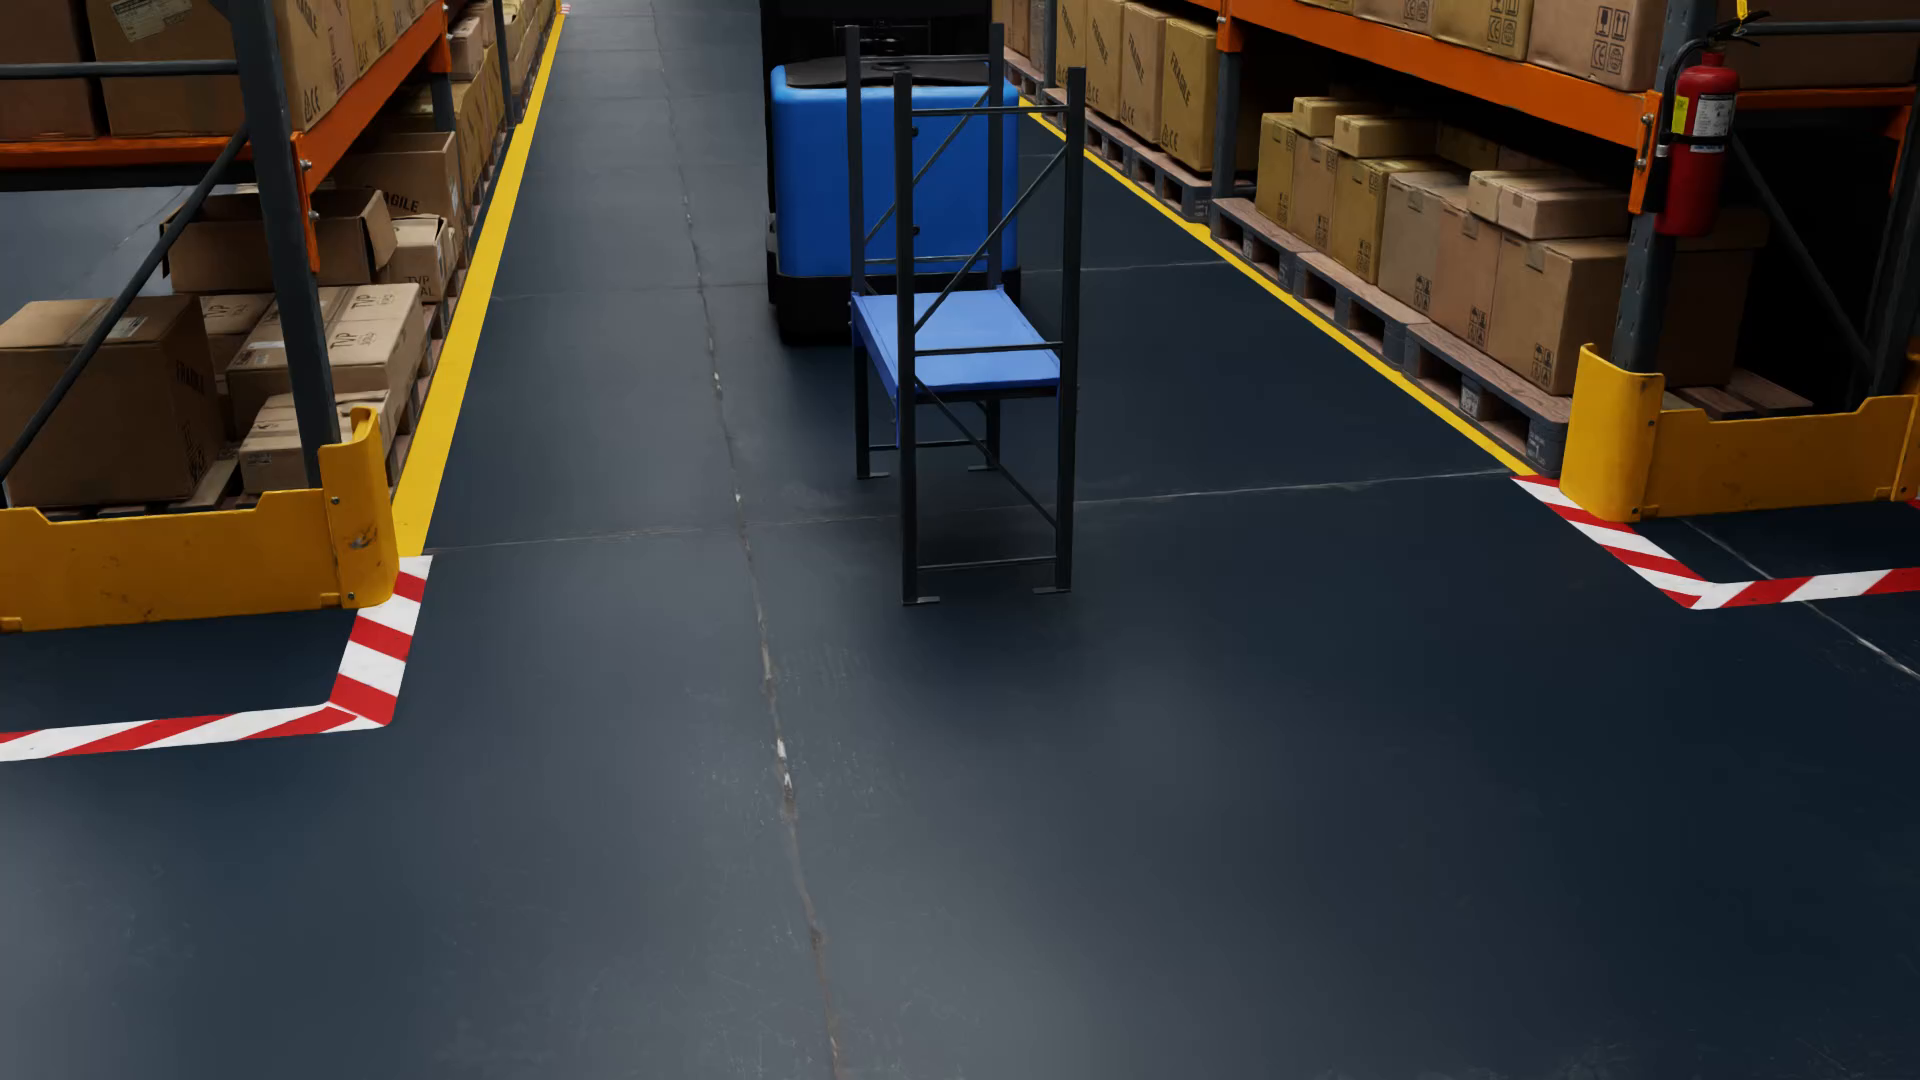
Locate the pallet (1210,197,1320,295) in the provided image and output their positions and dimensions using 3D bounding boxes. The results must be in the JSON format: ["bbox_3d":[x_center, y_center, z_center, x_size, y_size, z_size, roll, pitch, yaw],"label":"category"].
[{"bbox_3d":[1.945,-1.536,8.504,1.003,0.211,1.213,-4,24,-10],"label":"pallet"}]

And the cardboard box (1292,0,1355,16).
[{"bbox_3d":[2.095,-2.754,7.434,0.980,0.700,0.700,-5,24,-11],"label":"cardboard box"}]

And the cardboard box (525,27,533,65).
[{"bbox_3d":[-3.825,-4.088,13.773,0.500,0.250,0.500,-4,24,-9],"label":"cardboard box"}]

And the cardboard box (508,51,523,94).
[{"bbox_3d":[-3.535,-3.484,12.391,0.500,0.250,0.500,-4,24,-10],"label":"cardboard box"}]

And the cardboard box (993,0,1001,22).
[{"bbox_3d":[0.699,-4.834,15.144,0.700,0.500,0.500,-5,24,-11],"label":"cardboard box"}]

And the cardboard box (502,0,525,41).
[{"bbox_3d":[-3.732,-4.148,13.210,0.500,0.311,0.500,-5,24,-11],"label":"cardboard box"}]

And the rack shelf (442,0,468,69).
[{"bbox_3d":[-3.357,-3.208,9.746,1.077,0.370,4.000,-4,24,-10],"label":"rack shelf"}]

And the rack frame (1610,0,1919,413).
[{"bbox_3d":[2.620,-1.546,5.041,1.000,3.000,0.127,-4,24,-10],"label":"rack frame"}]

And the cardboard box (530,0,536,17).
[{"bbox_3d":[-4.007,-4.745,14.576,0.500,0.311,0.500,-4,24,-8],"label":"cardboard box"}]

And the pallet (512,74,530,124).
[{"bbox_3d":[-3.840,-3.373,12.709,1.003,0.211,1.213,-4,24,-10],"label":"pallet"}]

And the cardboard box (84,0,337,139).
[{"bbox_3d":[-2.070,-1.417,4.623,0.500,0.500,0.500,-4,24,-9],"label":"cardboard box"}]

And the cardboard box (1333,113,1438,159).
[{"bbox_3d":[1.899,-1.808,7.430,0.380,0.149,0.250,-5,24,-11],"label":"cardboard box"}]

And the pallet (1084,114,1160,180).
[{"bbox_3d":[1.435,-2.620,10.985,1.003,0.211,1.213,-4,24,-10],"label":"pallet"}]

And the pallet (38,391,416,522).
[{"bbox_3d":[-2.409,-0.243,5.543,1.003,0.211,1.213,-4,24,-10],"label":"pallet"}]

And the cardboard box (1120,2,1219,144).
[{"bbox_3d":[1.466,-2.922,10.353,0.750,0.750,0.750,-4,24,-8],"label":"cardboard box"}]

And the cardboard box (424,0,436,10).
[{"bbox_3d":[-2.642,-2.619,7.374,0.500,0.500,0.500,-4,24,-9],"label":"cardboard box"}]

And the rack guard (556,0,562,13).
[{"bbox_3d":[-5.210,-6.335,19.130,1.175,0.500,0.348,-4,24,-10],"label":"rack guard"}]

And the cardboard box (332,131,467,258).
[{"bbox_3d":[-2.603,-1.604,7.748,0.500,0.500,0.500,-4,24,-10],"label":"cardboard box"}]

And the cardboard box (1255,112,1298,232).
[{"bbox_3d":[1.918,-1.864,8.369,0.700,0.500,0.500,-4,24,-9],"label":"cardboard box"}]

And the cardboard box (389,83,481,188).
[{"bbox_3d":[-2.946,-2.224,9.169,0.500,0.500,0.500,-4,24,-9],"label":"cardboard box"}]

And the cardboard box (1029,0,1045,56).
[{"bbox_3d":[0.976,-4.239,13.782,0.700,0.500,0.500,-4,24,-10],"label":"cardboard box"}]

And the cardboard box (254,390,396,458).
[{"bbox_3d":[-2.033,-0.369,5.338,0.380,0.166,0.250,-4,24,-10],"label":"cardboard box"}]

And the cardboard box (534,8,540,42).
[{"bbox_3d":[-4.105,-4.688,15.148,0.500,0.250,0.500,-5,24,-10],"label":"cardboard box"}]

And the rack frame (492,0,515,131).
[{"bbox_3d":[-3.726,-4.324,11.403,1.000,3.000,0.127,-4,24,-10],"label":"rack frame"}]

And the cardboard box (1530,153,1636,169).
[{"bbox_3d":[2.472,-1.421,6.544,0.380,0.149,0.250,-4,24,-9],"label":"cardboard box"}]

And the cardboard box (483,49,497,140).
[{"bbox_3d":[-3.227,-2.826,10.547,0.500,0.500,0.500,-5,24,-12],"label":"cardboard box"}]

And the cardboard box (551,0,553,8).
[{"bbox_3d":[-4.618,-5.822,17.743,0.500,0.250,0.500,-4,24,-10],"label":"cardboard box"}]

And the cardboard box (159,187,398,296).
[{"bbox_3d":[-2.634,-1.070,6.521,0.797,0.503,0.637,-4,24,-10],"label":"cardboard box"}]

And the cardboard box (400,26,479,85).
[{"bbox_3d":[-3.022,-2.752,9.441,0.500,0.250,0.500,-4,24,-10],"label":"cardboard box"}]

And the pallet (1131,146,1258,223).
[{"bbox_3d":[1.664,-2.139,9.884,1.003,0.211,1.213,-4,24,-10],"label":"pallet"}]

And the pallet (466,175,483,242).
[{"bbox_3d":[-3.174,-1.790,9.085,1.003,0.211,1.213,-4,24,-10],"label":"pallet"}]

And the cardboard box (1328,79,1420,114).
[{"bbox_3d":[2.087,-2.233,8.403,0.380,0.149,0.250,-4,24,-10],"label":"cardboard box"}]

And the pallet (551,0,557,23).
[{"bbox_3d":[-5.023,-5.895,18.485,1.003,0.211,1.213,-4,24,-10],"label":"pallet"}]

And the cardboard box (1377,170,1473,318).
[{"bbox_3d":[2.207,-1.255,6.974,0.700,0.500,0.500,-5,24,-11],"label":"cardboard box"}]

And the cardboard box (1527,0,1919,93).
[{"bbox_3d":[2.516,-1.883,5.439,0.980,0.700,0.700,-3,24,-7],"label":"cardboard box"}]

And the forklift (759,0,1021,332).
[{"bbox_3d":[-0.425,-2.786,7.968,1.130,2.935,3.031,-3,24,-6],"label":"forklift"}]

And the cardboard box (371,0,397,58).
[{"bbox_3d":[-2.351,-2.014,5.990,0.500,0.500,0.500,-4,24,-9],"label":"cardboard box"}]

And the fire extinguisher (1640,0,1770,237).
[{"bbox_3d":[2.195,-1.246,4.917,0.296,0.674,0.183,-4,24,-10],"label":"fire extinguisher"}]

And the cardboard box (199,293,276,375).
[{"bbox_3d":[-2.736,-0.691,5.969,0.500,0.250,0.500,-4,24,-10],"label":"cardboard box"}]

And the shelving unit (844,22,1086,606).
[{"bbox_3d":[-0.016,-0.721,5.027,0.538,1.500,1.048,-4,24,-10],"label":"shelving unit"}]

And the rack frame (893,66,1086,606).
[{"bbox_3d":[0.078,-0.521,4.569,0.500,1.500,0.032,-4,24,-10],"label":"rack frame"}]

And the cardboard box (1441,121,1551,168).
[{"bbox_3d":[2.330,-1.722,7.232,0.380,0.149,0.250,-5,24,-11],"label":"cardboard box"}]

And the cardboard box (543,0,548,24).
[{"bbox_3d":[-4.341,-5.232,16.392,0.500,0.250,0.500,-4,24,-10],"label":"cardboard box"}]
